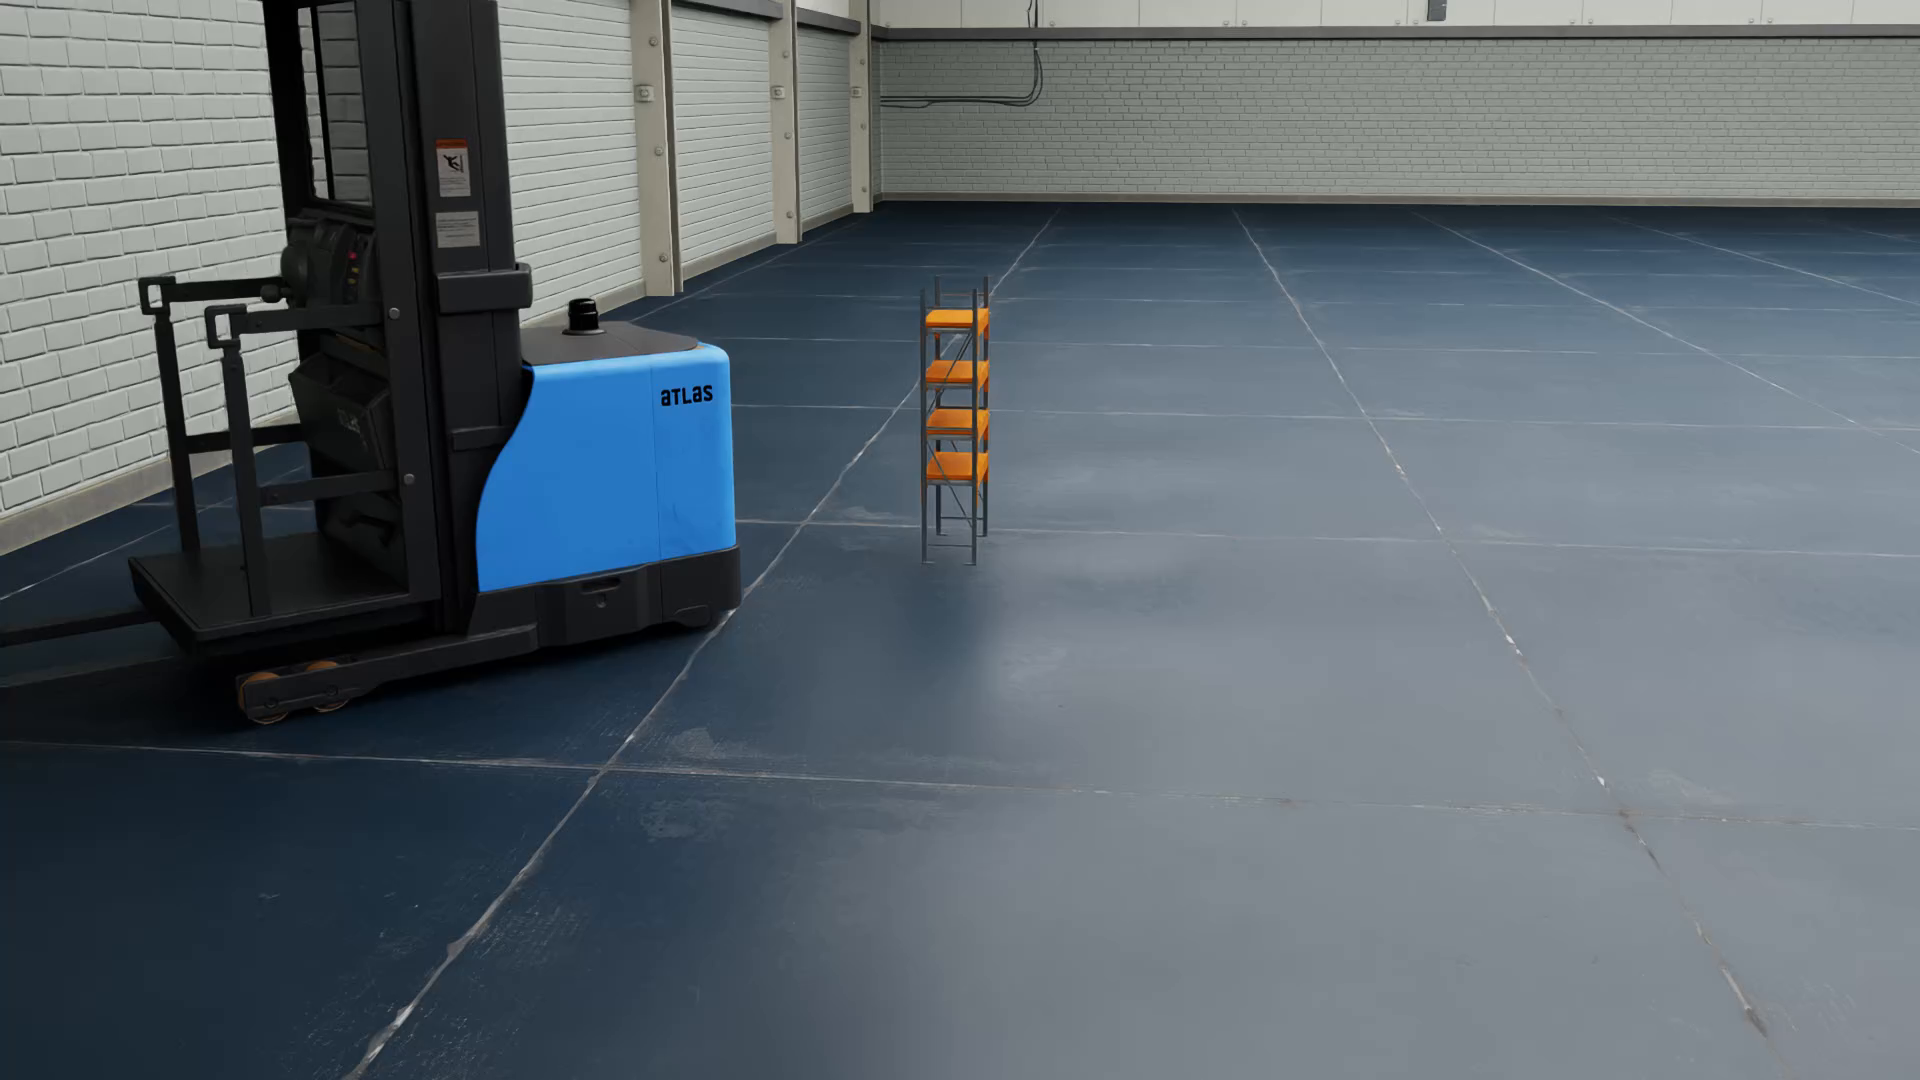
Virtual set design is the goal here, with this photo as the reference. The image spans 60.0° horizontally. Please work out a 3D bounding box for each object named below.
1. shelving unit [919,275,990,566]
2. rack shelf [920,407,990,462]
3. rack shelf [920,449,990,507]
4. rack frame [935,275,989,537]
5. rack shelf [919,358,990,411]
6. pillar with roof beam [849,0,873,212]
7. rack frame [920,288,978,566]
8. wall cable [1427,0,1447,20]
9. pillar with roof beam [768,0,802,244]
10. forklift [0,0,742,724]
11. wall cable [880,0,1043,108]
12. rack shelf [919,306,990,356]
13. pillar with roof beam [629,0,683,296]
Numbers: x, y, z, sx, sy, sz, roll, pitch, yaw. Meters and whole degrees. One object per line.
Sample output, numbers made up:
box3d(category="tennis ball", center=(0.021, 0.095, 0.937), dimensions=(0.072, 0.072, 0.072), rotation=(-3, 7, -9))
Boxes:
box3d(category="shelving unit", center=(-0.019, -0.536, 7.347), dimensions=(0.258, 1.200, 0.503), rotation=(2, 15, 6))
box3d(category="rack shelf", center=(-0.019, -0.471, 7.364), dimensions=(0.258, 0.148, 0.480), rotation=(2, 15, 6))
box3d(category="rack shelf", center=(-0.019, -0.280, 7.416), dimensions=(0.258, 0.148, 0.480), rotation=(2, 15, 6))
box3d(category="rack frame", center=(0.009, -0.600, 7.581), dimensions=(0.240, 1.200, 0.015), rotation=(2, 15, 6))
box3d(category="rack shelf", center=(-0.019, -0.687, 7.306), dimensions=(0.258, 0.148, 0.480), rotation=(2, 15, 6))
box3d(category="pillar with roof beam", center=(2.609, -9.840, 26.814), dimensions=(9.100, 9.000, 0.400), rotation=(2, 15, 6))
box3d(category="rack frame", center=(-0.046, -0.473, 7.113), dimensions=(0.240, 1.200, 0.015), rotation=(2, 15, 6))
box3d(category="wall cable", center=(9.408, -12.050, 28.471), dimensions=(2.305, 6.003, 0.169), rotation=(2, 15, 6))
box3d(category="pillar with roof beam", center=(1.932, -8.284, 21.059), dimensions=(9.100, 9.000, 0.400), rotation=(2, 15, 6))
box3d(category="forklift", center=(-2.340, -0.969, 5.630), dimensions=(3.031, 2.935, 1.130), rotation=(-11, 19, -35))
box3d(category="wall cable", center=(-0.023, -9.193, 30.370), dimensions=(3.097, 2.526, 0.112), rotation=(2, 15, 6))
box3d(category="rack shelf", center=(-0.019, -0.916, 7.244), dimensions=(0.258, 0.148, 0.480), rotation=(2, 15, 6))
box3d(category="pillar with roof beam", center=(1.255, -6.728, 15.304), dimensions=(9.100, 9.000, 0.400), rotation=(2, 15, 6))
